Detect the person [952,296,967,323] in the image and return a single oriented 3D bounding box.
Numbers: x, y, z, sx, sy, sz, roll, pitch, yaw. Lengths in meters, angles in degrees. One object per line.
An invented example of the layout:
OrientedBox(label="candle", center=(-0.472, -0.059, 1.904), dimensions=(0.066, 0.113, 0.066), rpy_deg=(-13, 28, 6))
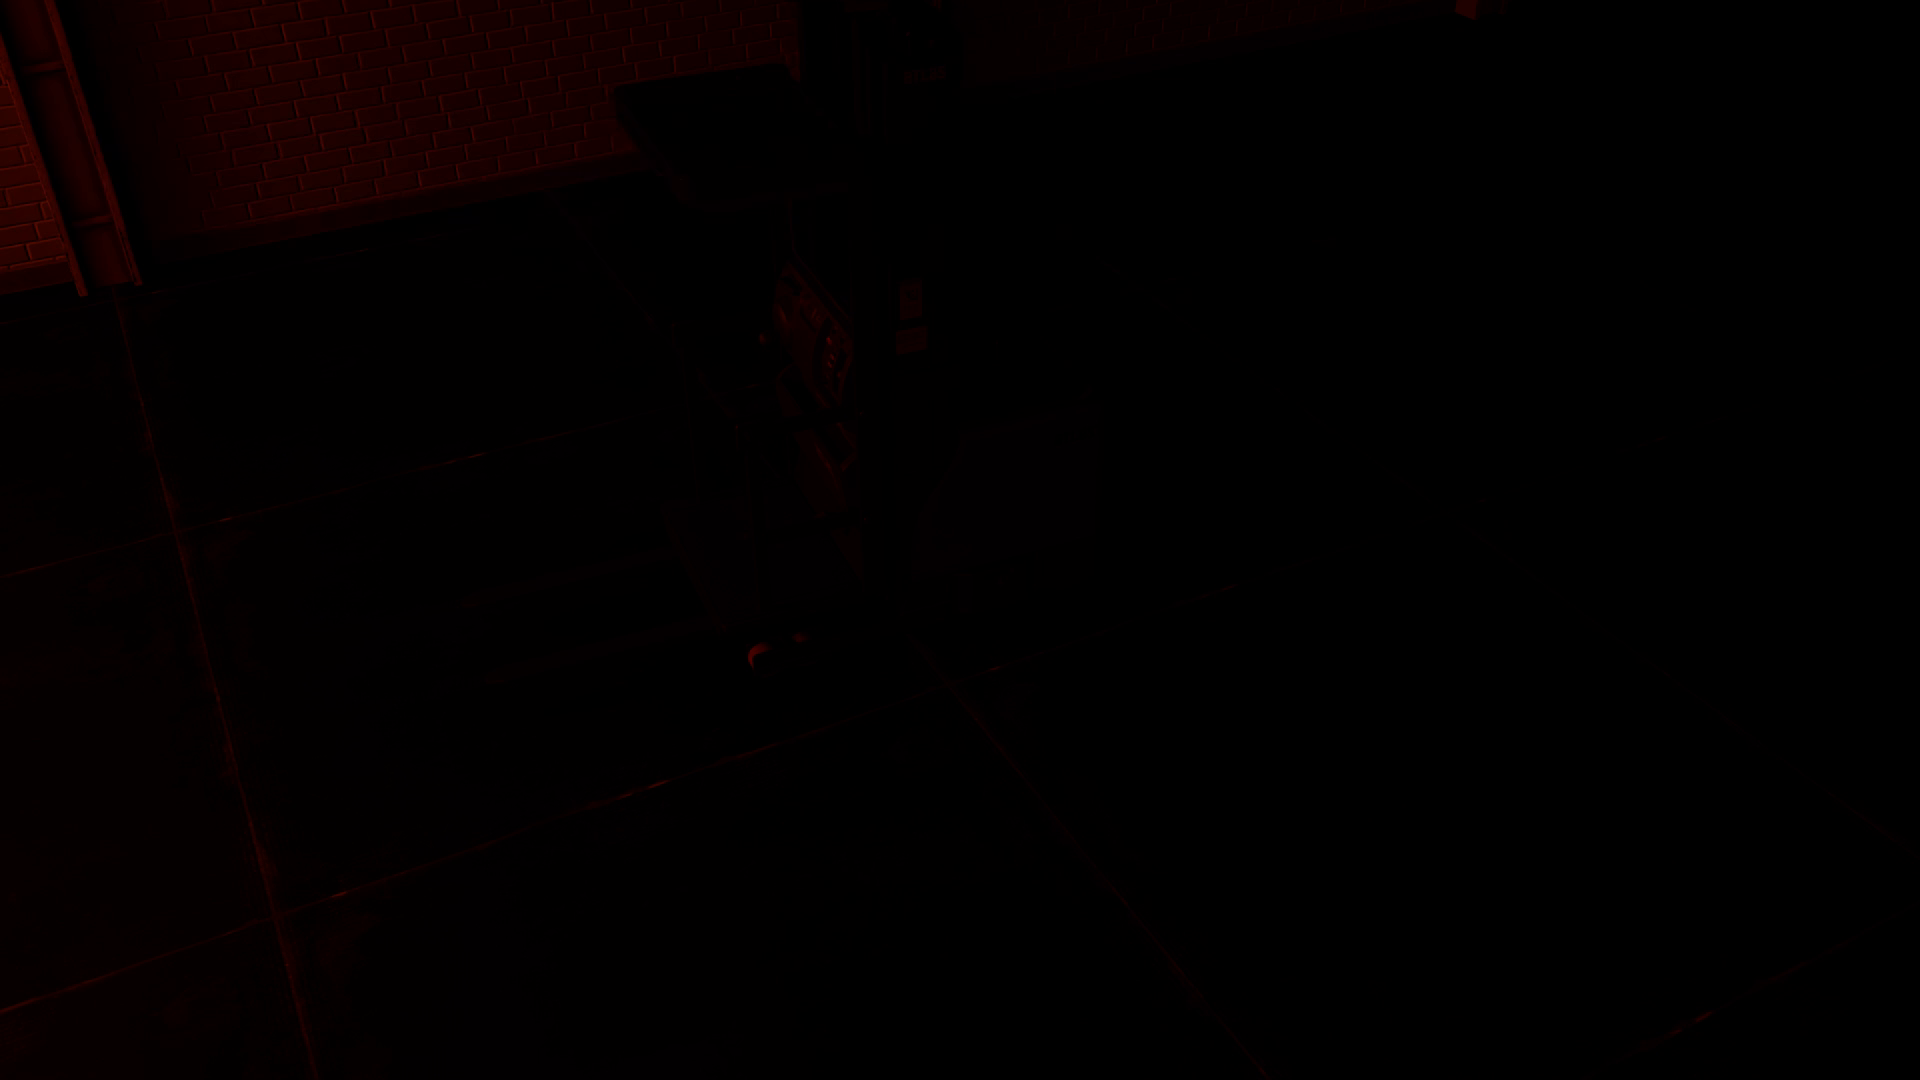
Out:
OrientedBox(label="person", center=(-0.261, -1.349, 9.267), dimensions=(0.949, 1.531, 1.245), rpy_deg=(-30, 45, -35))

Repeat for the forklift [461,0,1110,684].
OrientedBox(label="forklift", center=(-0.845, -0.906, 7.405), dimensions=(3.031, 2.935, 1.130), rpy_deg=(-14, 38, -19))
